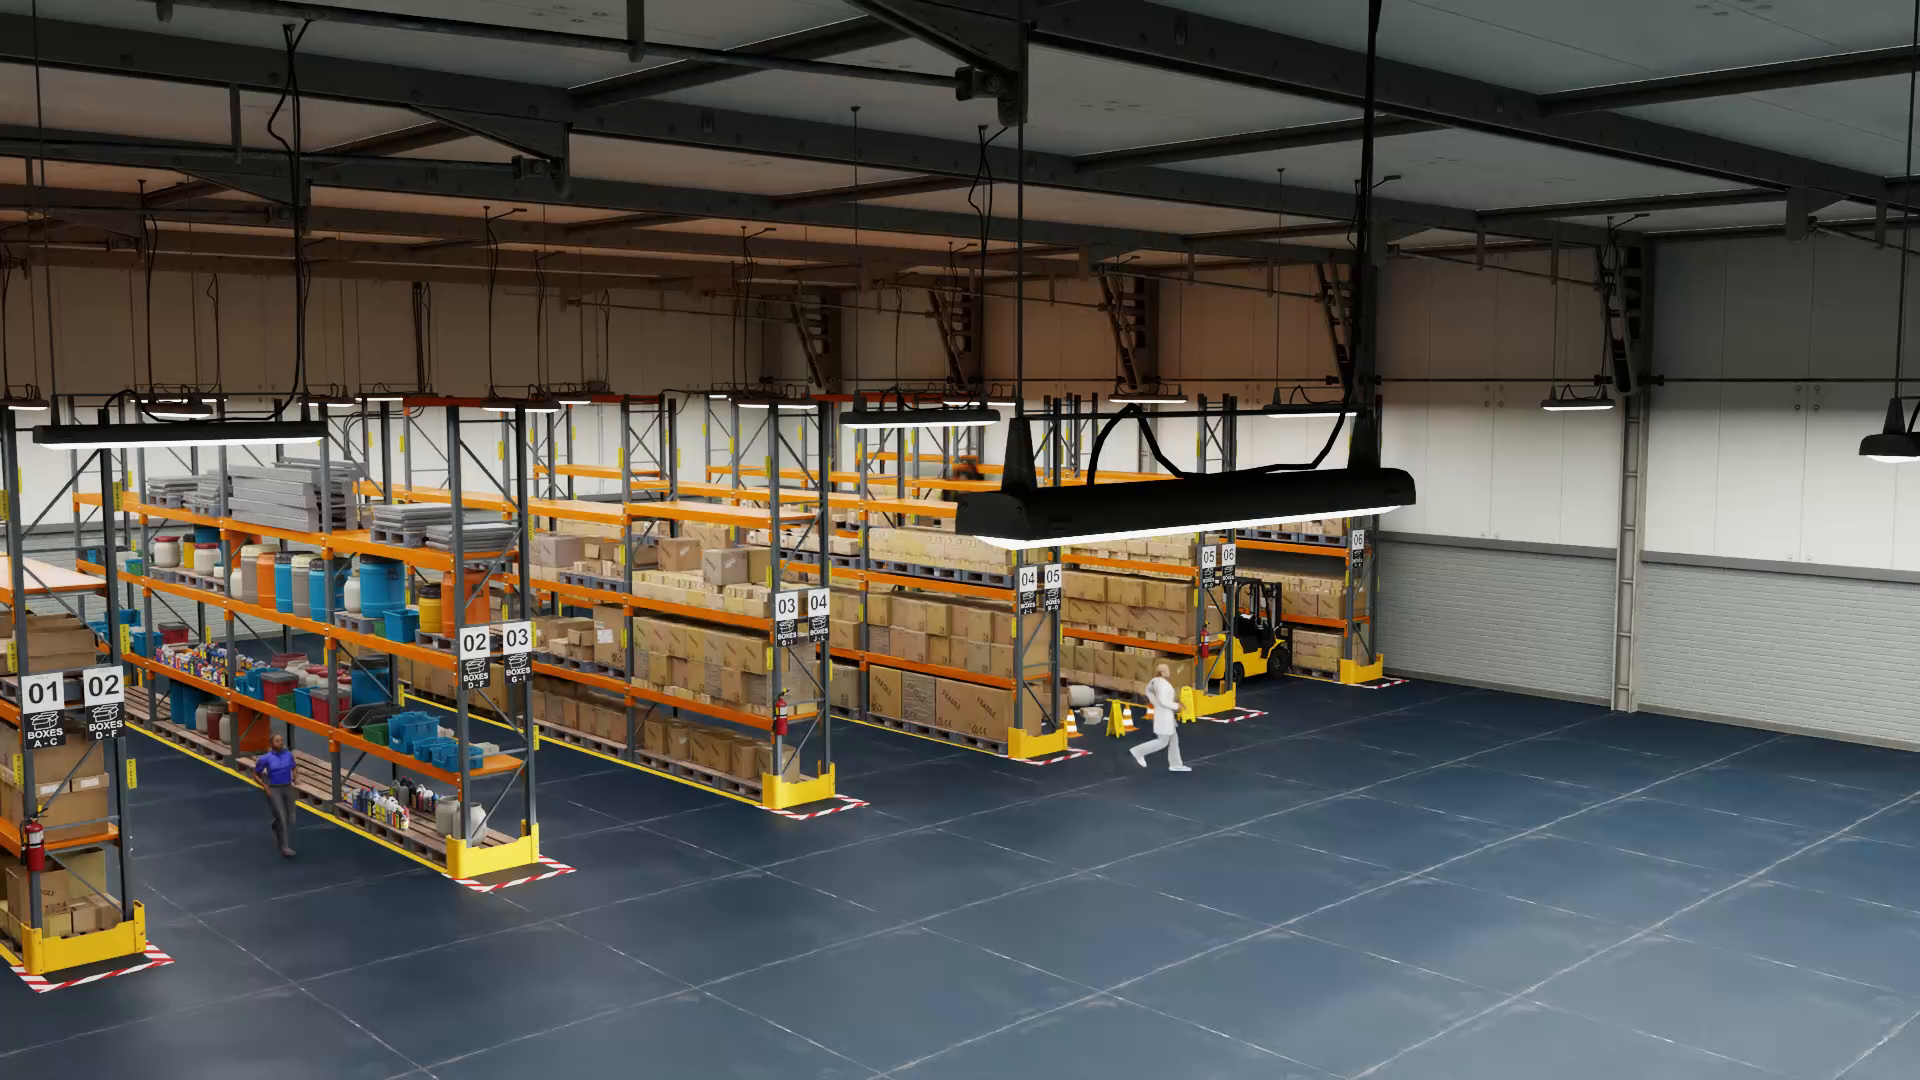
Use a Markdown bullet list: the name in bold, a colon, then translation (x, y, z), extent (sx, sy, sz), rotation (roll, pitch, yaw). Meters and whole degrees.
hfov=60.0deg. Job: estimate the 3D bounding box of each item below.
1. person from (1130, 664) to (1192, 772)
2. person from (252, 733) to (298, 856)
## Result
- **person**: translation (3.238, 2.868, 26.740), extent (1.004, 1.772, 0.714), rotation (0, 6, 1)
- **person**: translation (-9.123, 3.378, 22.232), extent (0.720, 1.613, 0.584), rotation (5, 7, 39)
